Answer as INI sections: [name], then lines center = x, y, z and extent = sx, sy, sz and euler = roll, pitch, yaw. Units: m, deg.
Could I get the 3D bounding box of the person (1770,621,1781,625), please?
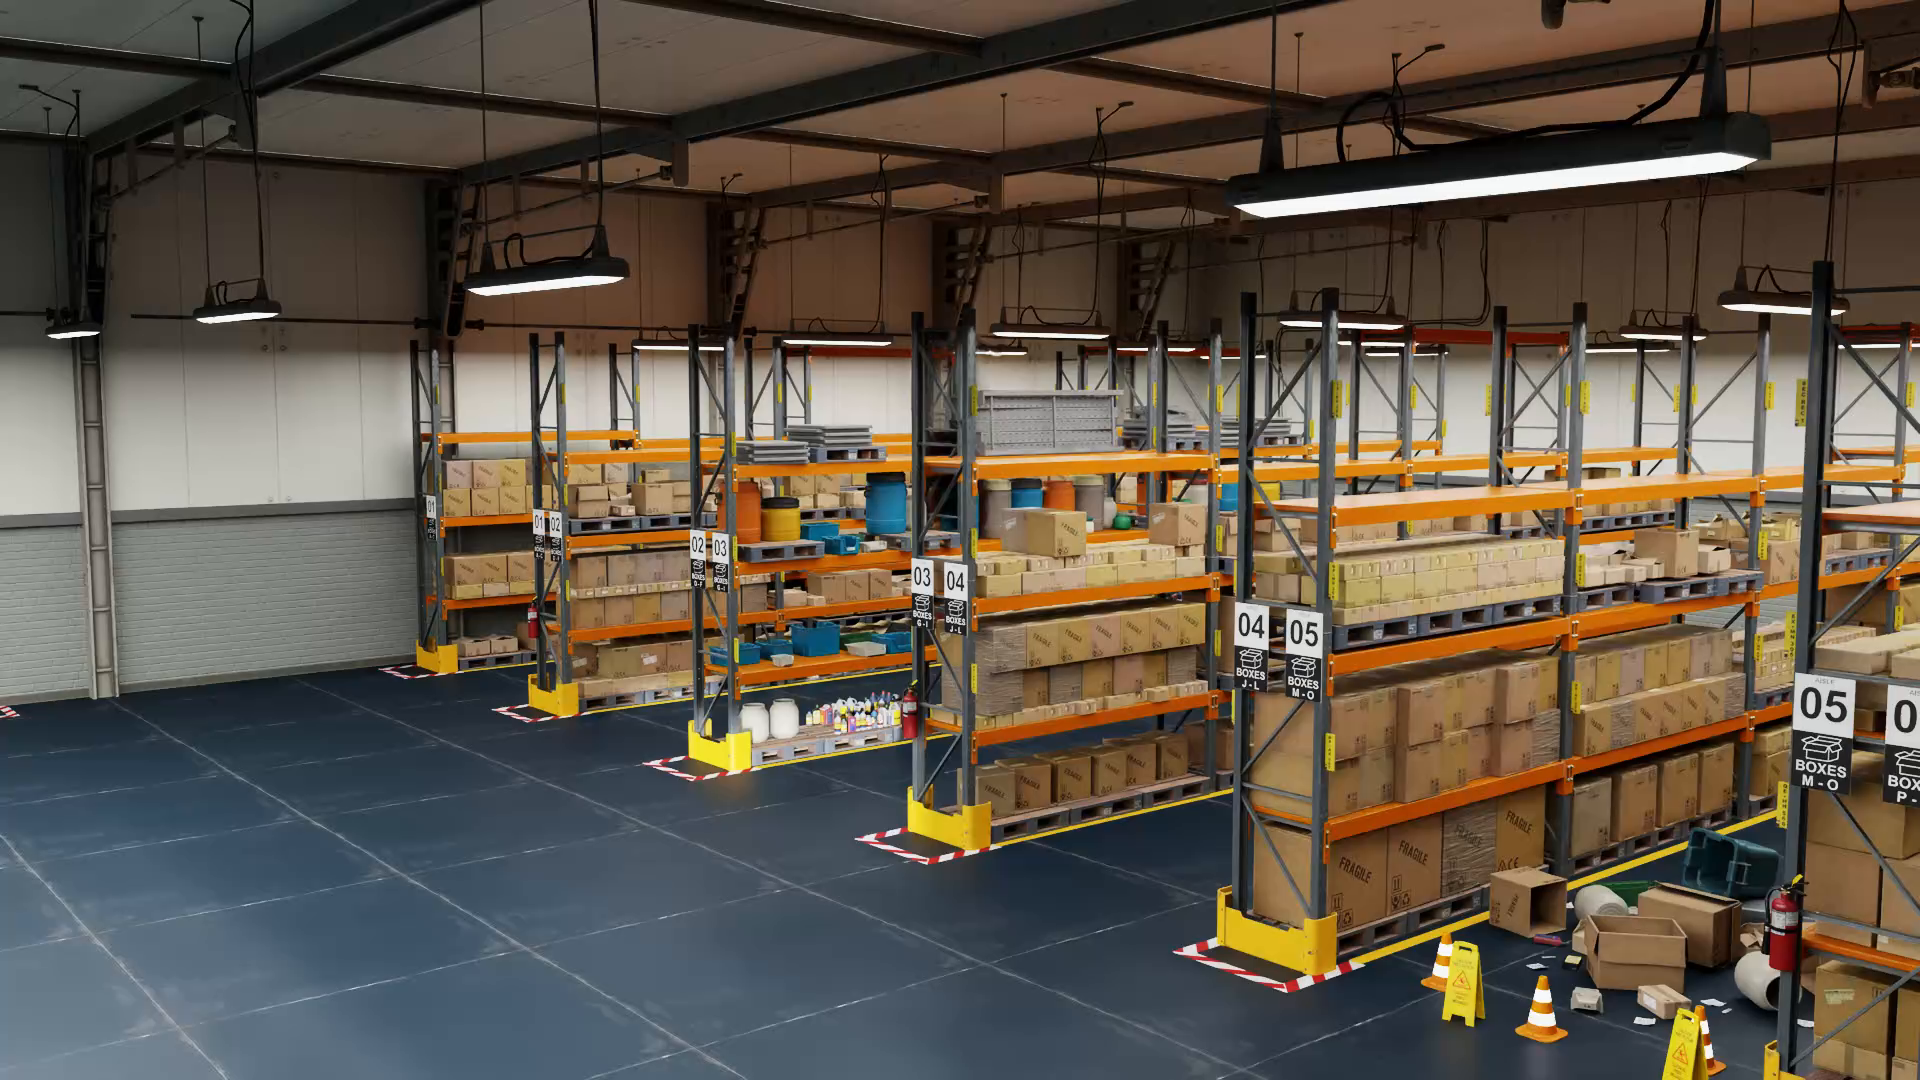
[person]
center = 12.357, 2.030, 25.020
extent = 0.698, 1.695, 0.859
euler = 5, 7, 43
